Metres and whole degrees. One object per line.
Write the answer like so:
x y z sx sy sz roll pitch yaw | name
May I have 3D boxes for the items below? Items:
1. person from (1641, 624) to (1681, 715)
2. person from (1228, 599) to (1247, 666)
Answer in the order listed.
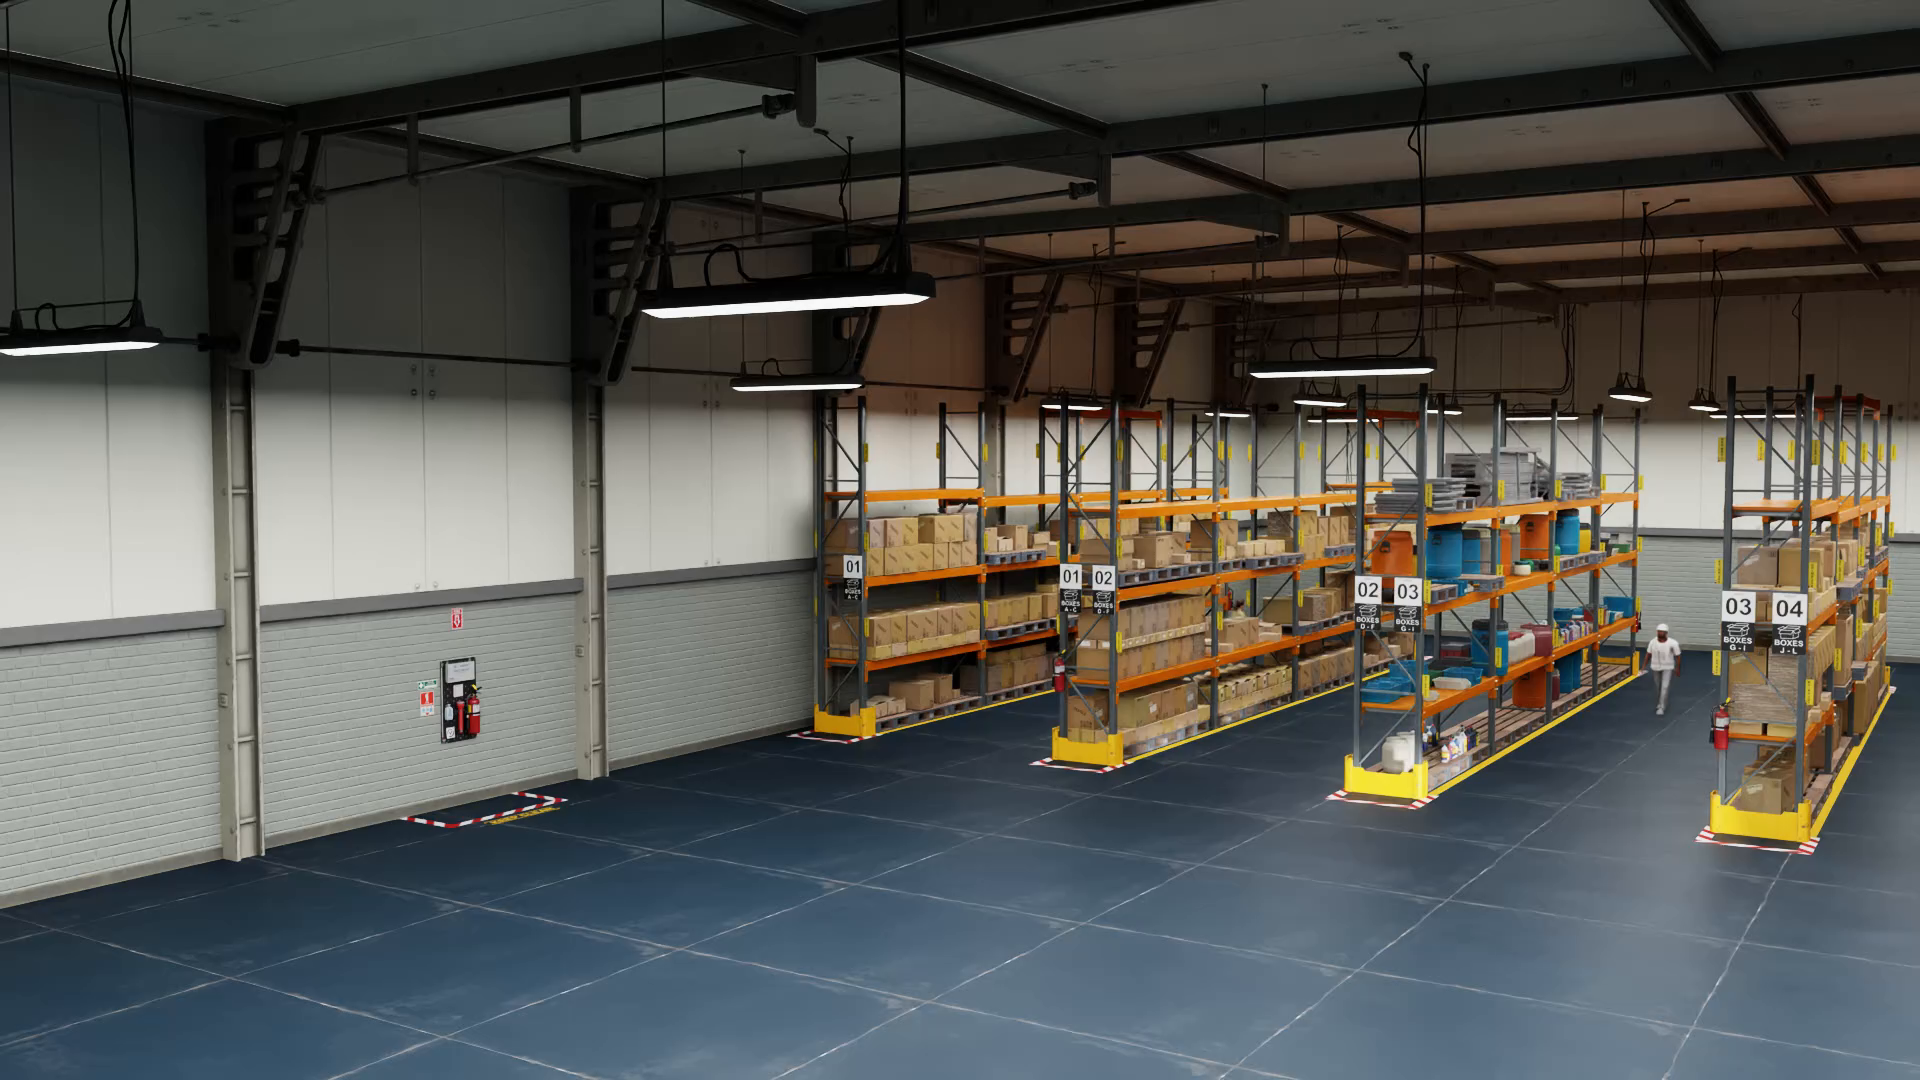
13.430 2.455 31.861 0.671 1.705 1.071 2 4 36 | person
6.313 2.173 37.985 0.516 1.670 0.486 -1 3 -19 | person
